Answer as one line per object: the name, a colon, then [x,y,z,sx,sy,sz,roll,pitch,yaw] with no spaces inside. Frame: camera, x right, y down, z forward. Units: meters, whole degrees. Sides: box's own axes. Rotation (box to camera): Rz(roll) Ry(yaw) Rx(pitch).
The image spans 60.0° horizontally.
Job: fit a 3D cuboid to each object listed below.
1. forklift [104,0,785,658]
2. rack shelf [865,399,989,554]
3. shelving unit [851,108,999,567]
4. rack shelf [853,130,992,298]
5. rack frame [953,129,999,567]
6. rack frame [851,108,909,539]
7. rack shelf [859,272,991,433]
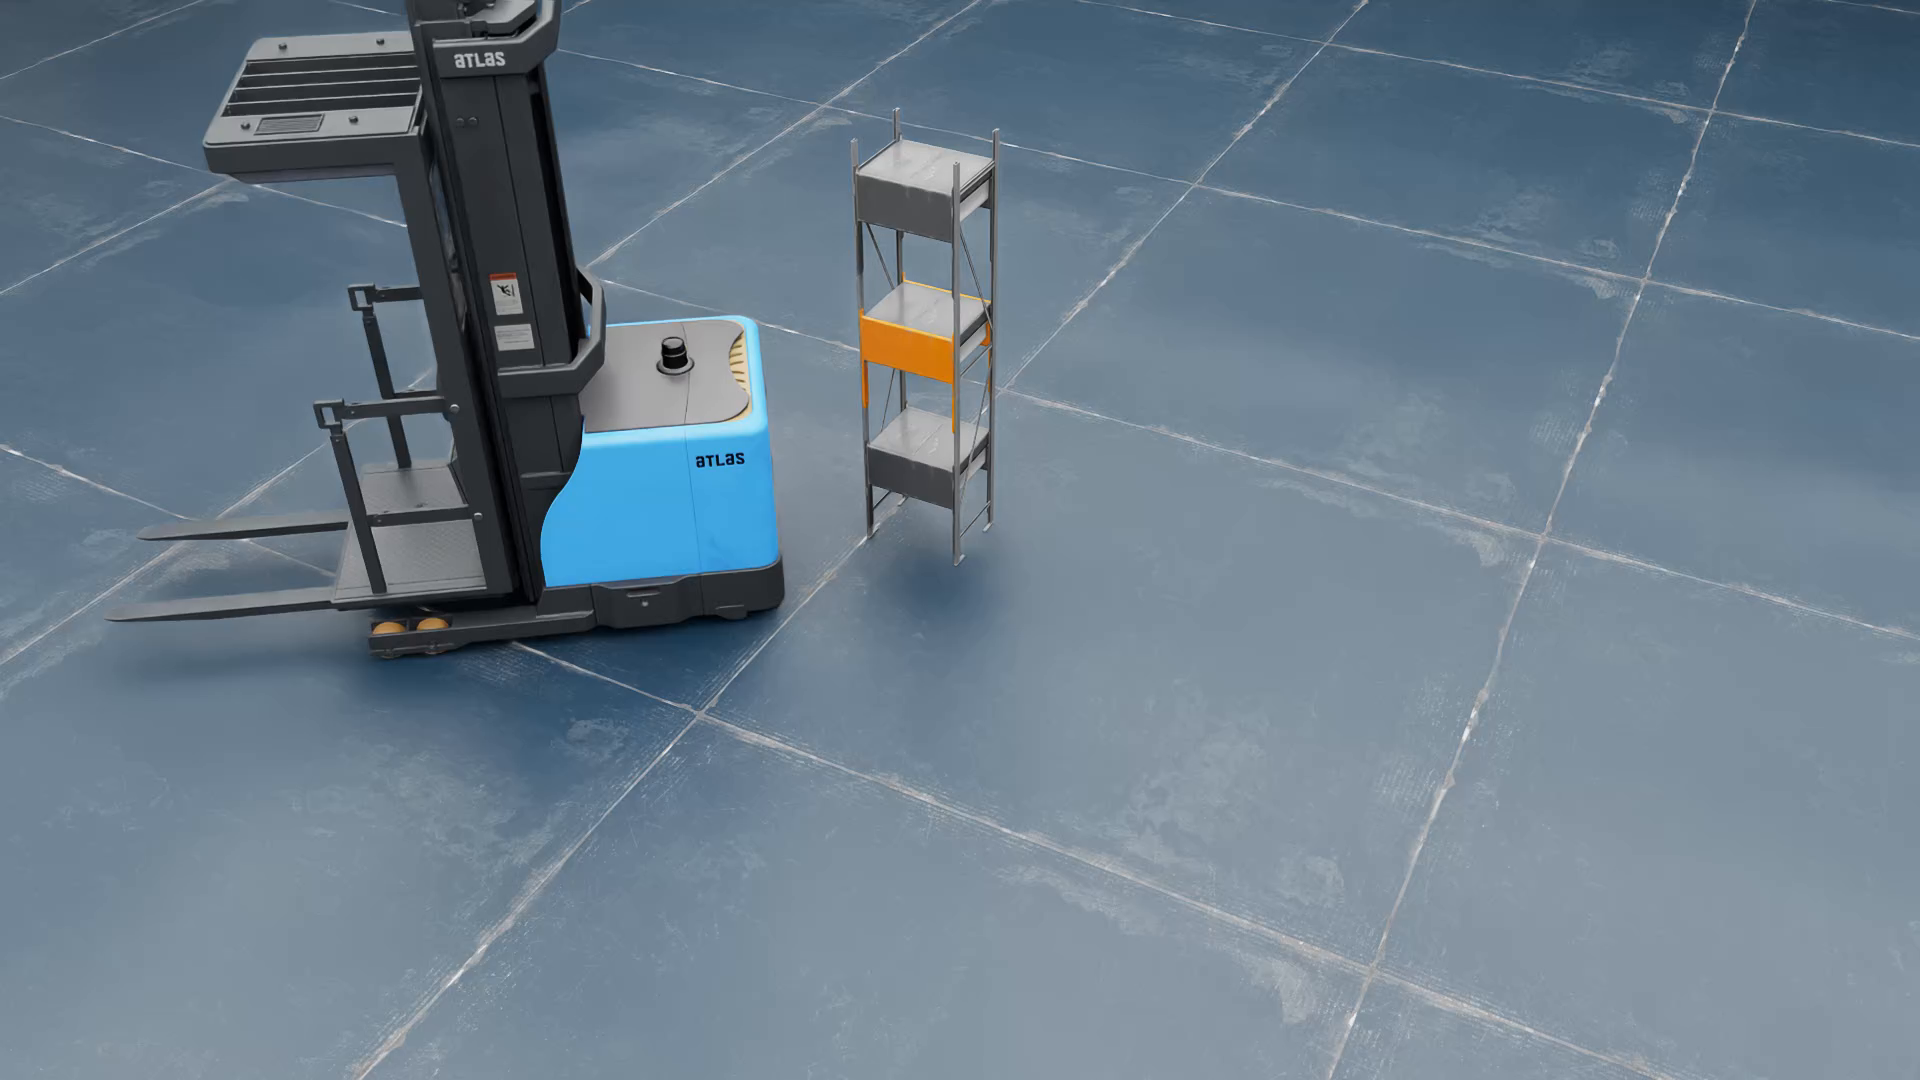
forklift: [-2.384,-0.973,7.127,3.031,2.935,1.130,-5,38,-7]
rack shelf: [-0.147,-0.314,8.127,0.480,0.518,0.431,17,41,21]
shelving unit: [-0.147,-0.882,7.696,0.503,2.100,0.431,17,41,21]
rack shelf: [-0.147,-1.429,7.281,0.480,0.518,0.431,17,41,21]
rack frame: [0.070,-0.815,7.606,0.015,2.100,0.400,17,41,21]
rack frame: [-0.364,-0.950,7.785,0.015,2.100,0.400,17,41,21]
rack shelf: [-0.147,-0.872,7.704,0.480,0.518,0.431,17,41,21]
